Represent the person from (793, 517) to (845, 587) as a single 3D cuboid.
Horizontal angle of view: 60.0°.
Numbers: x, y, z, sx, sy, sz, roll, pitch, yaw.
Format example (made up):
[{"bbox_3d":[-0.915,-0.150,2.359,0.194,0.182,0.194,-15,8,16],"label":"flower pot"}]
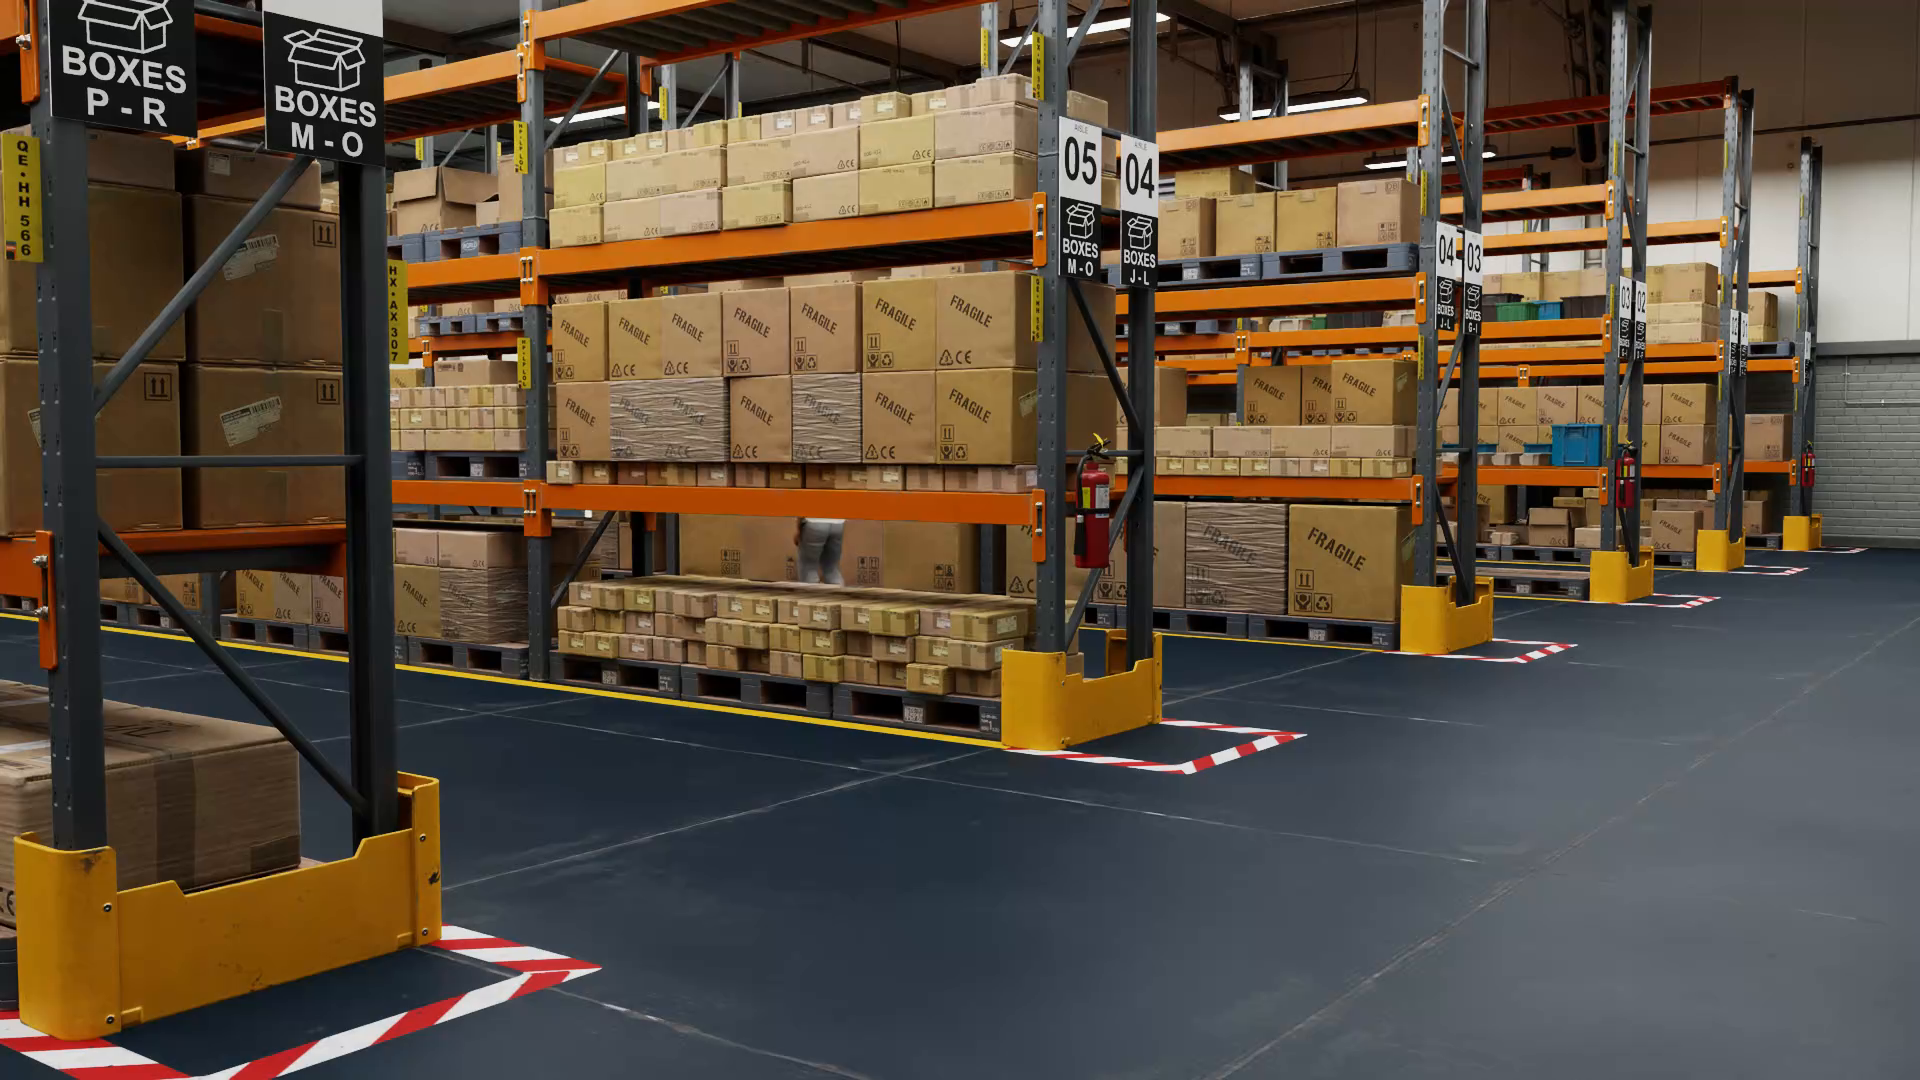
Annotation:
[{"bbox_3d":[-1.216,-0.056,14.244,0.423,1.737,0.481,3,4,37],"label":"person"}]
